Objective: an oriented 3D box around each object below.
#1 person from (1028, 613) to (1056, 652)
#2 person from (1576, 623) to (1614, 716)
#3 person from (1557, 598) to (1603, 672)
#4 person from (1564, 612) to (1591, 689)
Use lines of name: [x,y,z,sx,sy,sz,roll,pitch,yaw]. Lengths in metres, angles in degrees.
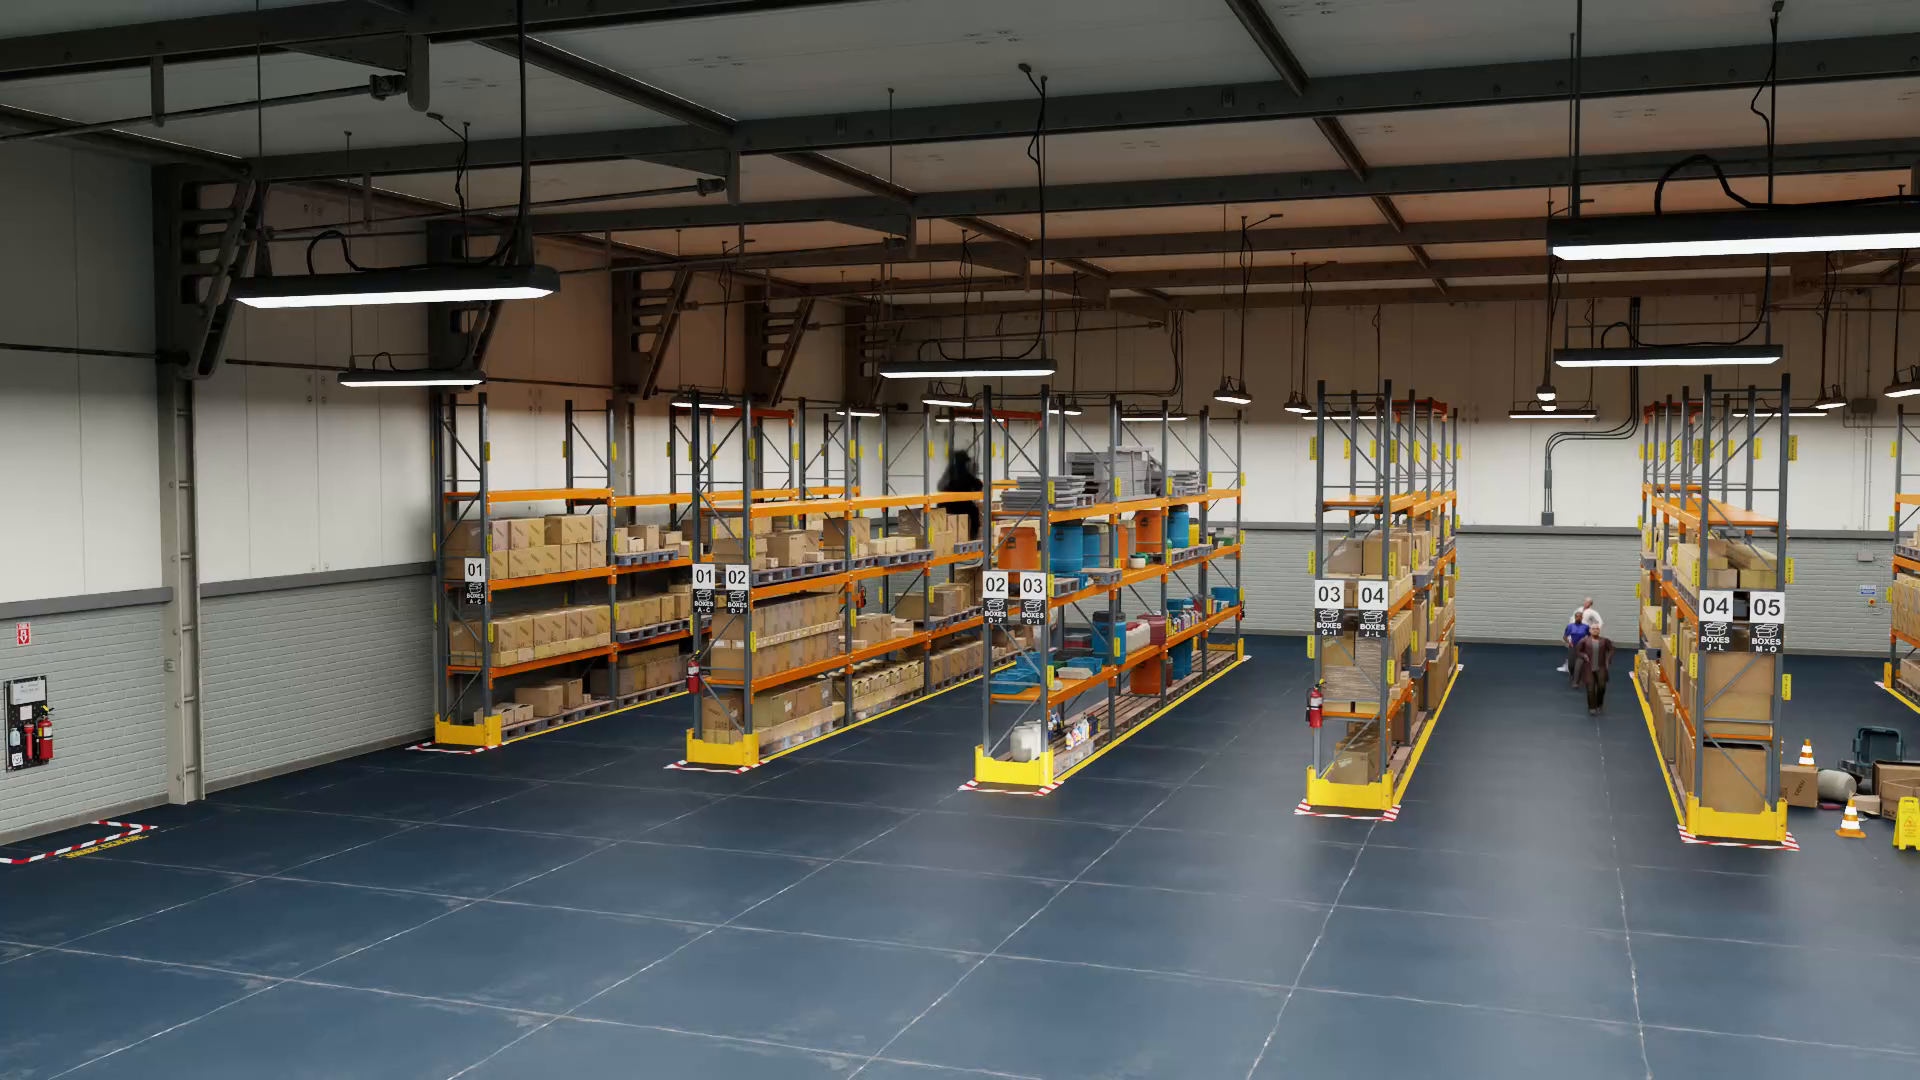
person: [1.709,2.035,34.641,0.591,1.662,0.515,0,3,3]
person: [11.980,2.455,31.355,0.686,1.752,0.690,1,3,19]
person: [13.975,2.147,37.499,0.901,1.709,0.779,-1,3,-18]
person: [13.090,2.326,35.226,0.578,1.600,0.635,1,3,18]
